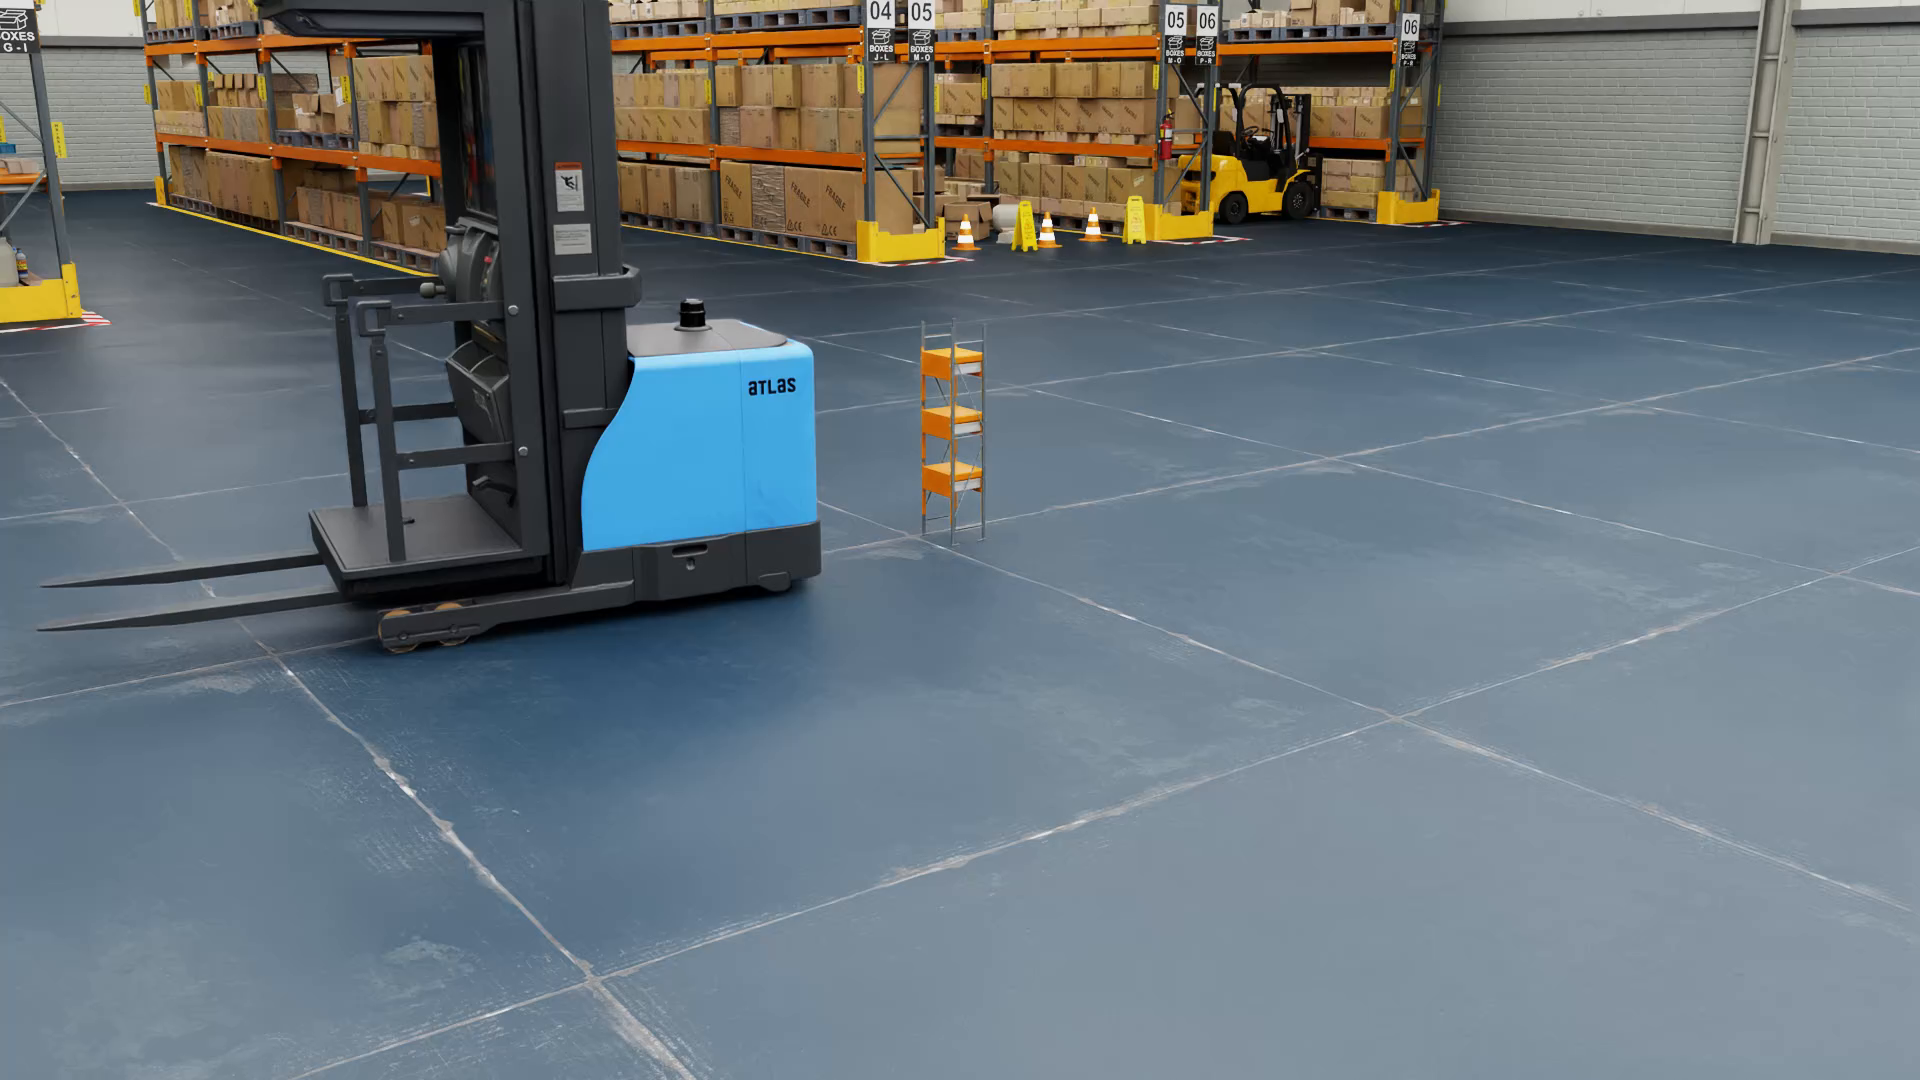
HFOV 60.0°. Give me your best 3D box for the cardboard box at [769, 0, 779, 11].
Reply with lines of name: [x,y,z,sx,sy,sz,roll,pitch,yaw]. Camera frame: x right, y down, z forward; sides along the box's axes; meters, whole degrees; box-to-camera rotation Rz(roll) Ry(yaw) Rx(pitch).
cardboard box: [-2.276,-6.997,21.767,0.380,0.149,0.250,-11,19,-34]

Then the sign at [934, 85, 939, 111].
sign: [-0.305,-5.562,20.927,0.100,0.325,0.005,-11,19,-35]

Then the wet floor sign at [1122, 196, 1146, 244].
wet floor sign: [2.434,-4.469,23.183,0.267,0.644,0.232,-4,16,-15]

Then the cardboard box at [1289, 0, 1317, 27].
cardboard box: [5.908,-8.752,27.508,0.797,0.503,0.637,-10,18,-33]

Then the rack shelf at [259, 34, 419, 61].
rack shelf: [-8.356,-6.654,22.387,1.077,0.370,4.000,-11,19,-35]

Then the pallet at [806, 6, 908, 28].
pallet: [-1.202,-6.582,20.930,1.003,0.211,1.213,-11,19,-35]

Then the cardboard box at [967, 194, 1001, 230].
cardboard box: [0.365,-5.021,25.470,0.500,0.500,0.500,1,15,4]

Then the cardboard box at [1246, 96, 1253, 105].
cardboard box: [5.152,-7.583,28.681,0.380,0.149,0.250,-11,19,-35]

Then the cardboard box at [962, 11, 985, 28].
cardboard box: [0.375,-8.345,26.690,0.500,0.250,0.500,-11,19,-36]

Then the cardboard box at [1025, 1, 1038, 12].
cardboard box: [1.214,-8.089,25.232,0.380,0.149,0.250,-11,19,-35]

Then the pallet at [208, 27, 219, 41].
pallet: [-11.305,-8.002,26.311,0.805,0.209,1.217,-12,19,-37]

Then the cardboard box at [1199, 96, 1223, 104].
cardboard box: [4.468,-7.836,29.608,0.380,0.149,0.250,-10,18,-33]

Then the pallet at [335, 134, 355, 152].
pallet: [-7.512,-5.221,21.832,1.003,0.211,1.213,-11,19,-35]

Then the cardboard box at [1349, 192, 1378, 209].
cardboard box: [6.668,-5.510,26.940,0.500,0.250,0.500,-11,19,-34]

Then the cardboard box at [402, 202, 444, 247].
cardboard box: [-6.635,-3.912,20.625,0.500,0.500,0.500,-5,16,-17]

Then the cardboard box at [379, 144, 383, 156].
cardboard box: [-6.837,-4.757,20.251,0.380,0.149,0.250,-11,19,-35]

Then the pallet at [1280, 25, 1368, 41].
pallet: [6.084,-8.403,27.580,1.003,0.211,1.213,-11,19,-35]

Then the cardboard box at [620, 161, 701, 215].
cardboard box: [-4.659,-5.517,26.018,1.050,0.750,0.750,-11,19,-34]

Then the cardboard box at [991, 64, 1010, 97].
cardboard box: [0.919,-7.212,26.097,0.700,0.500,0.500,-11,19,-35]

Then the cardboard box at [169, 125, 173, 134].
cardboard box: [-13.689,-7.223,29.259,0.380,0.149,0.250,-11,19,-36]

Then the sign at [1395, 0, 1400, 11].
sign: [6.753,-8.337,25.646,0.100,0.325,0.005,-11,19,-35]

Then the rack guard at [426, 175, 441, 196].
rack guard: [-10.120,-7.216,33.495,1.175,0.500,0.348,-11,19,-35]

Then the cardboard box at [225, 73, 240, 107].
cardboard box: [-11.108,-7.084,26.188,0.797,0.503,0.637,-11,19,-34]

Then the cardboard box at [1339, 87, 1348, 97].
cardboard box: [6.387,-7.295,27.067,0.380,0.149,0.250,-11,19,-34]

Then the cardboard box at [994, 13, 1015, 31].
cardboard box: [0.873,-8.047,25.834,0.500,0.250,0.500,-11,19,-36]

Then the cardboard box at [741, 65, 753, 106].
cardboard box: [-2.502,-6.285,23.029,0.875,0.550,0.550,-11,19,-35]

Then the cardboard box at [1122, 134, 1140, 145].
cardboard box: [2.556,-5.774,23.966,0.380,0.149,0.250,-11,19,-35]

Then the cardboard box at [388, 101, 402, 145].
cardboard box: [-6.325,-5.010,19.946,0.875,0.500,0.500,-11,19,-35]

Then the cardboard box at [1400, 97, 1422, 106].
cardboard box: [7.211,-7.057,26.758,0.380,0.149,0.250,-11,19,-36]

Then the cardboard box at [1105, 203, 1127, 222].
cardboard box: [2.480,-4.824,24.432,0.500,0.250,0.500,-11,19,-35]

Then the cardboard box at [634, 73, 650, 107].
cardboard box: [-4.603,-6.946,25.689,0.700,0.500,0.500,-11,19,-35]

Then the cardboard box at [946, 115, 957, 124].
cardboard box: [-0.012,-6.923,27.367,0.380,0.149,0.250,-11,19,-35]

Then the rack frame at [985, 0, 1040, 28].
rack frame: [0.836,-9.559,25.956,1.000,3.000,0.127,-11,19,-35]

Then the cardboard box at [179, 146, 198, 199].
cardboard box: [-13.260,-6.549,29.551,0.875,0.875,0.875,-11,19,-35]

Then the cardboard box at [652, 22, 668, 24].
cardboard box: [-4.604,-8.208,25.885,0.500,0.311,0.500,-11,19,-35]

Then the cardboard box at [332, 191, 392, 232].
cardboard box: [-8.119,-4.493,22.710,0.700,0.500,0.500,-13,20,-39]

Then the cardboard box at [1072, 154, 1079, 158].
cardboard box: [2.442,-7.761,33.459,0.380,0.149,0.250,-10,18,-32]

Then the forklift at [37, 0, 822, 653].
forklift: [-2.158,-1.133,6.664,3.031,2.935,1.130,-8,17,-26]

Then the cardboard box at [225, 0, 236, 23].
cardboard box: [-10.751,-8.114,25.365,0.797,0.503,0.637,-11,19,-35]

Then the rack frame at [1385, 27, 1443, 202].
rack frame: [7.200,-6.583,26.445,1.000,3.000,0.127,-11,19,-35]

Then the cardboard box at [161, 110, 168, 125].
cardboard box: [-13.861,-7.507,29.541,0.500,0.250,0.500,-11,19,-35]

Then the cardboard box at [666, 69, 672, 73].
cardboard box: [-5.964,-9.834,35.014,0.380,0.149,0.250,-10,18,-33]

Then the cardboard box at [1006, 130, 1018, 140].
cardboard box: [0.952,-6.382,26.186,0.380,0.149,0.250,-10,18,-33]

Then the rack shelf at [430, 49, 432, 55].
rack shelf: [-8.989,-9.111,31.363,1.077,0.370,4.000,-11,19,-35]

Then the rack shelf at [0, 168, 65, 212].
rack shelf: [-10.011,-3.585,16.854,1.077,0.370,4.000,-11,19,-35]

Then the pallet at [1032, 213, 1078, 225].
pallet: [1.259,-5.183,26.612,1.003,0.211,1.213,-11,19,-35]

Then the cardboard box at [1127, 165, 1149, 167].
cardboard box: [2.611,-5.381,25.046,0.500,0.500,0.500,-12,19,-37]

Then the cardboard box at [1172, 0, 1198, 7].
cardboard box: [3.143,-7.629,23.552,0.380,0.149,0.250,-11,19,-35]

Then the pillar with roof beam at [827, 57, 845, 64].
pillar with roof beam: [-6.546,-12.940,38.310,9.100,9.000,0.400,-11,19,-35]

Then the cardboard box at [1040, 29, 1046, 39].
cardboard box: [1.427,-7.668,25.204,0.380,0.149,0.250,-12,19,-36]

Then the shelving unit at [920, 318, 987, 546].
shelving unit: [-0.031,-0.518,7.979,0.215,1.050,0.252,-11,19,-35]

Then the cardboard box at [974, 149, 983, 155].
cardboard box: [0.526,-8.237,35.200,0.380,0.149,0.250,-12,19,-37]

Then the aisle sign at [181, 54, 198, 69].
aisle sign: [-14.036,-9.006,30.373,0.394,0.787,0.004,-11,19,-35]
